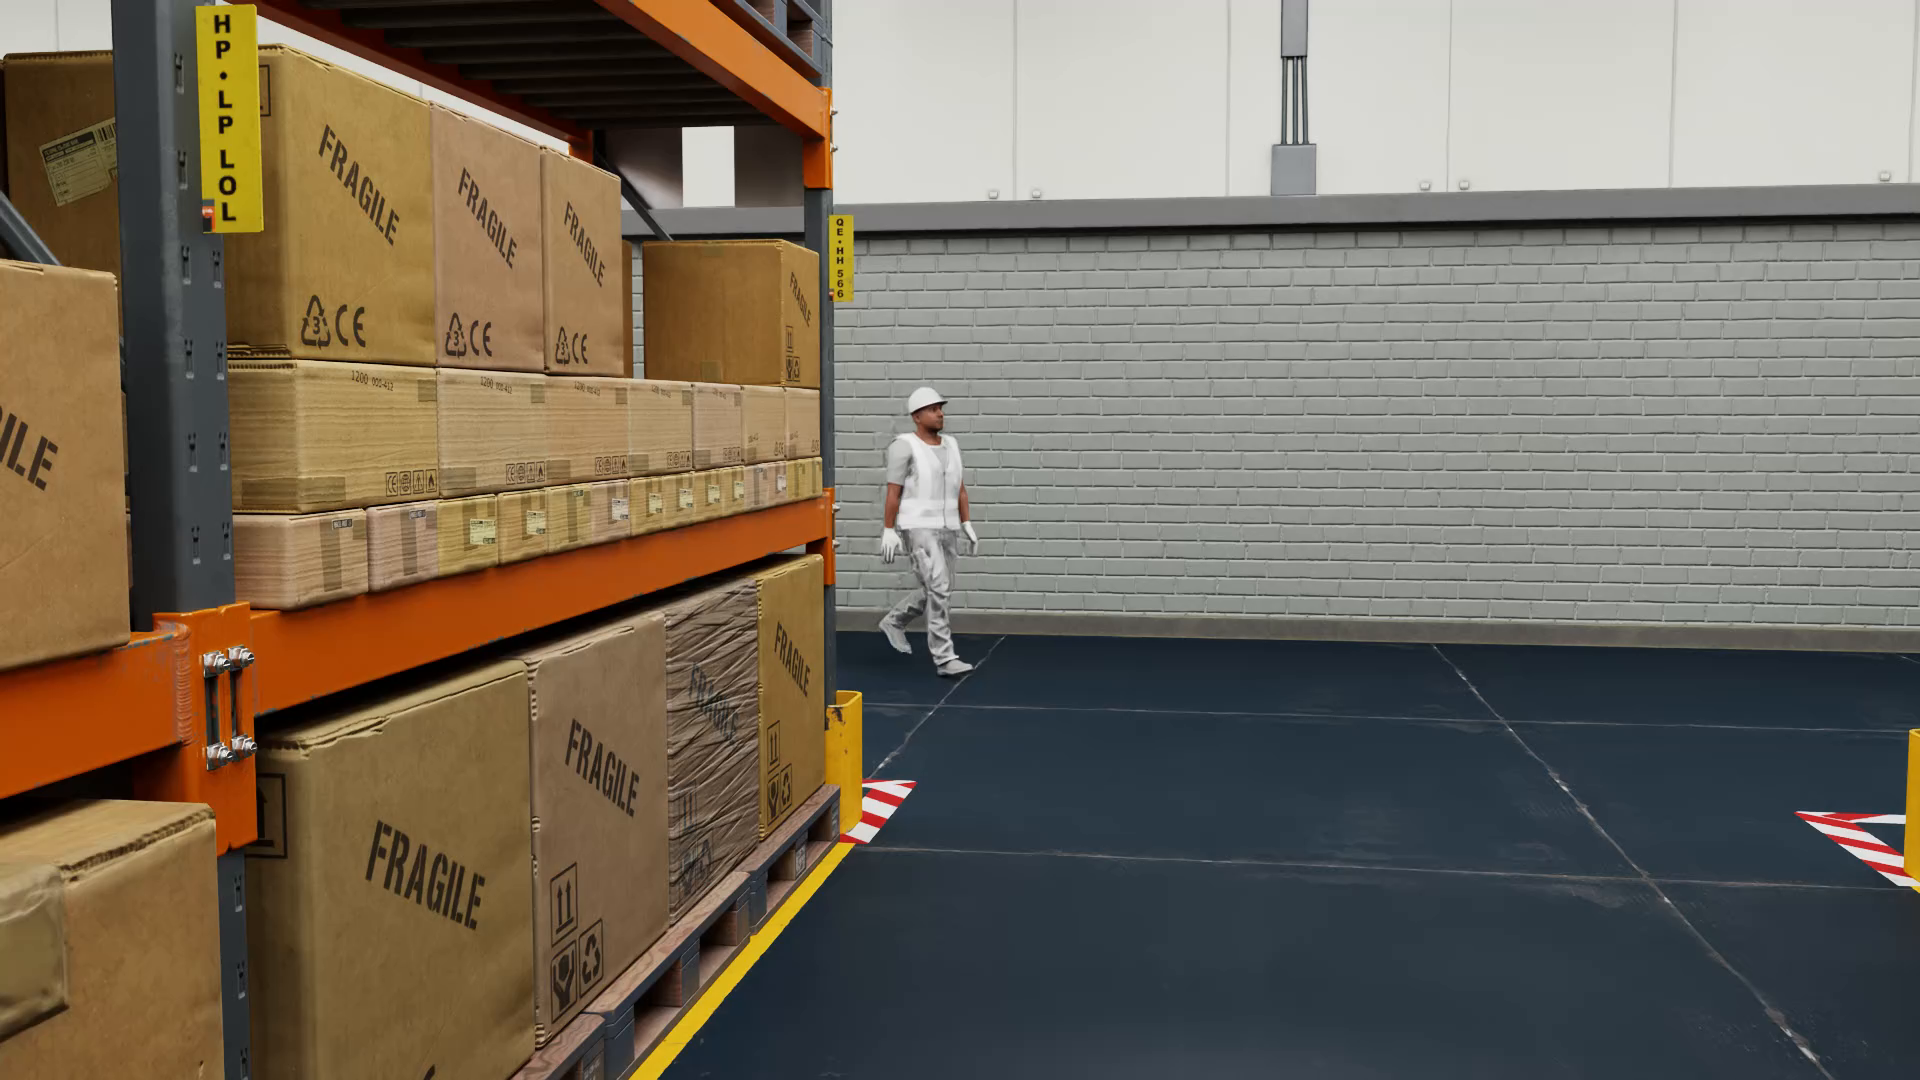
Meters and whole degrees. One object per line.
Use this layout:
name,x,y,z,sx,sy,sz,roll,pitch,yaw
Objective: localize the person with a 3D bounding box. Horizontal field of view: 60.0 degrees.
person,-0.200,-0.065,10.266,0.575,1.760,0.900,-4,6,-44
